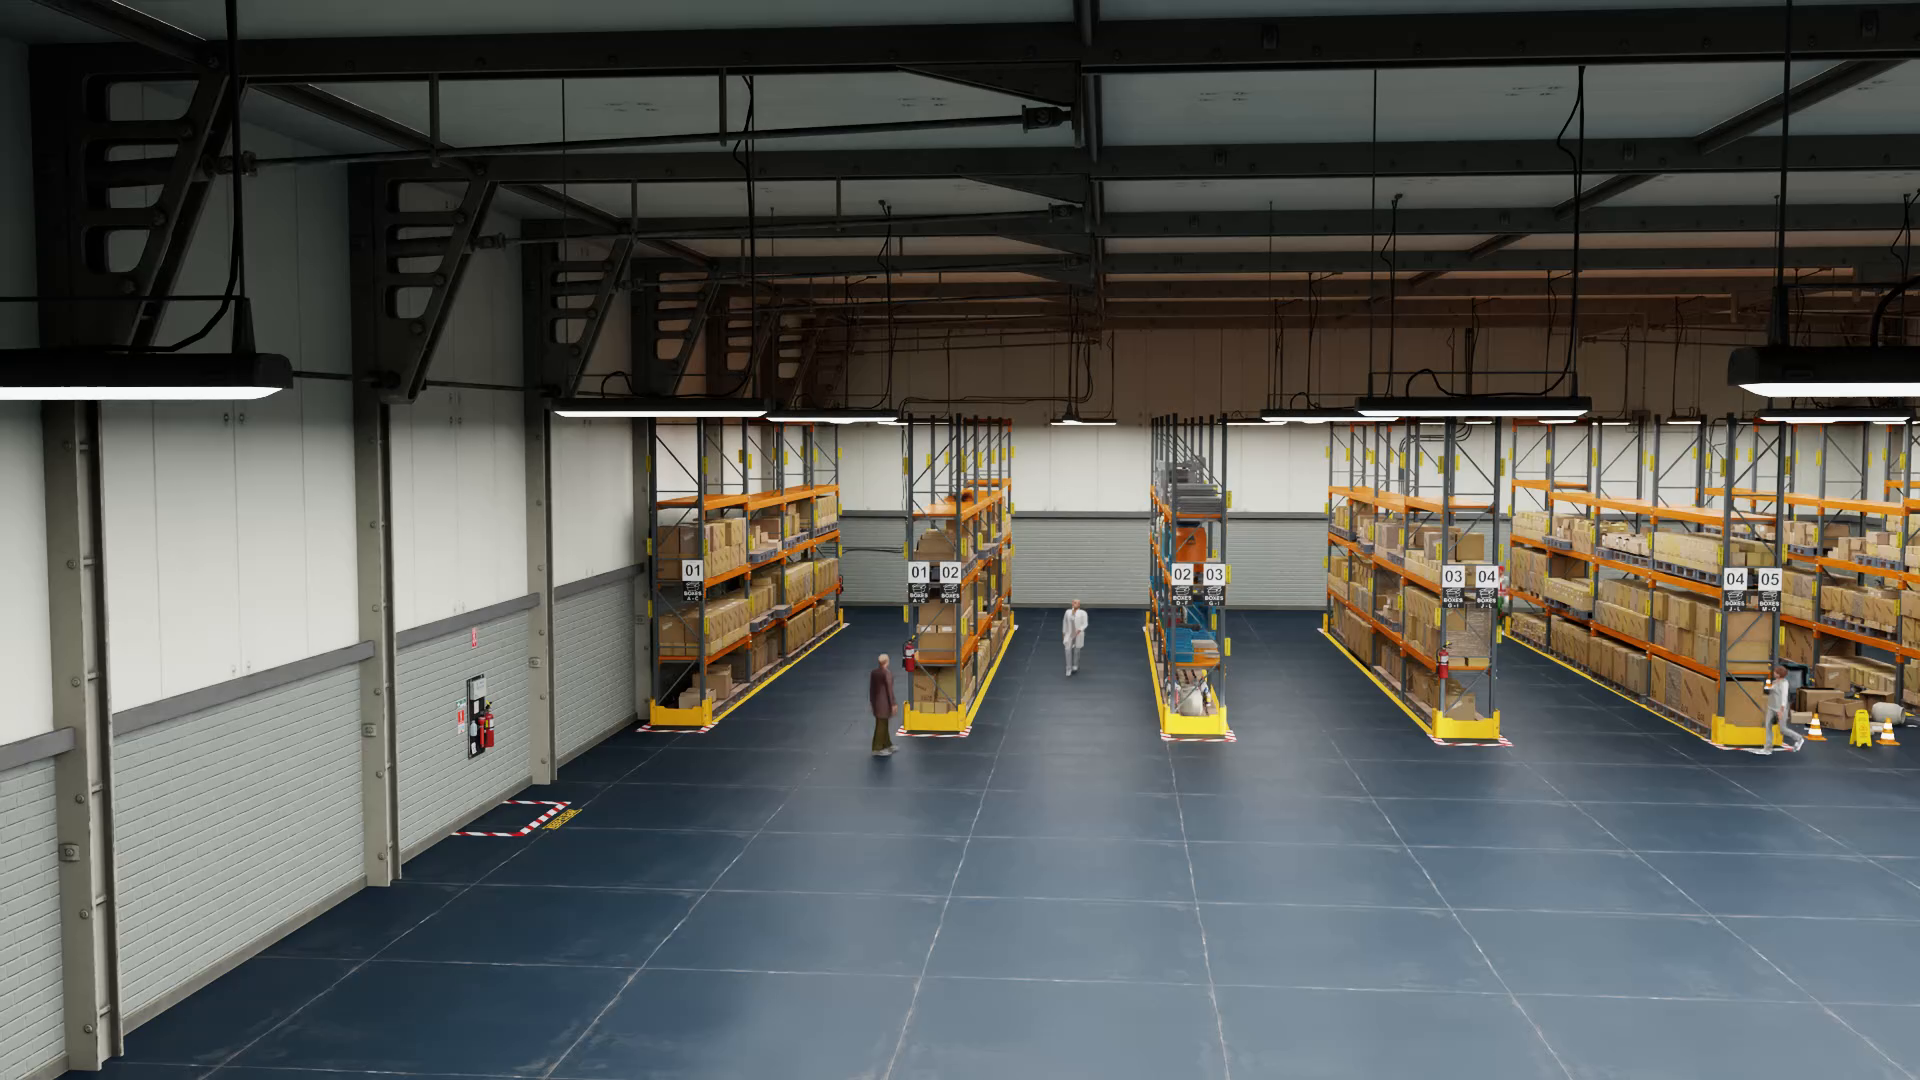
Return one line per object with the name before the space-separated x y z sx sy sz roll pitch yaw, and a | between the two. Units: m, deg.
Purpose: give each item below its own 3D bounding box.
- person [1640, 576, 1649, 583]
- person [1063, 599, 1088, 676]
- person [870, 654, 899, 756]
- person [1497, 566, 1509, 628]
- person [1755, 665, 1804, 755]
person | 19.357 1.748 46.927 0.944 1.609 0.530 0 4 1
person | 2.683 2.281 38.866 0.613 1.812 0.945 1 4 9
person | -1.275 2.876 29.169 0.609 1.775 0.660 -2 4 -22
person | 15.358 1.621 47.378 0.480 1.782 0.568 -1 4 -17
person | 14.345 2.973 29.069 0.792 1.575 0.394 -1 4 -19
